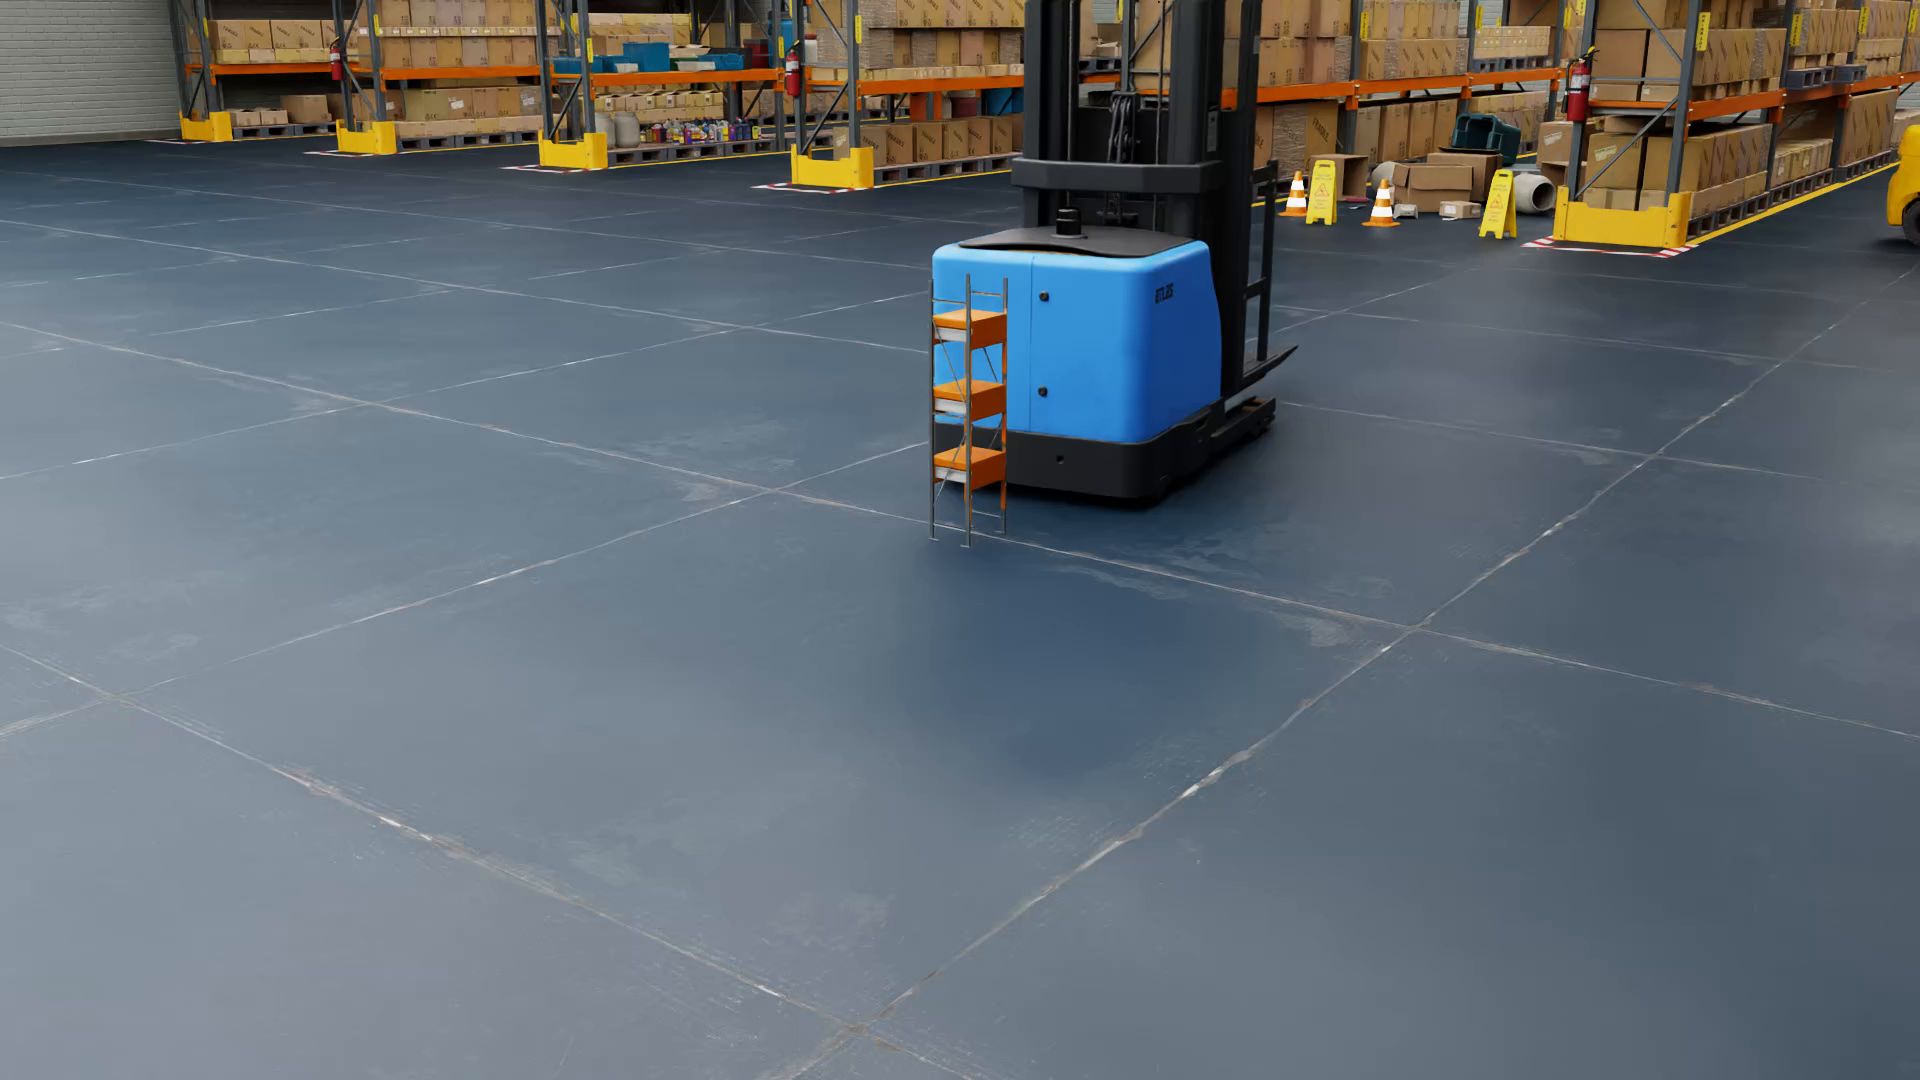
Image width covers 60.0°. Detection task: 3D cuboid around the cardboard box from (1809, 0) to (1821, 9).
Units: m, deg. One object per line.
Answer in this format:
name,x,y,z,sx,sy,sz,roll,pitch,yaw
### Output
cardboard box,9.772,-6.249,19.336,0.380,0.149,0.250,14,22,38

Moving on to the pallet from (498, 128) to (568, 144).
pallet,-7.777,-7.211,29.608,1.003,0.211,1.213,12,21,35

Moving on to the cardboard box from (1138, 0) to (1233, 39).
cardboard box,2.476,-5.789,18.253,0.875,0.550,0.550,12,21,35

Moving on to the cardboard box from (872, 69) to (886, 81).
cardboard box,-1.174,-5.982,21.374,0.380,0.149,0.250,12,21,35

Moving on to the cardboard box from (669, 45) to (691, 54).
cardboard box,-5.575,-9.456,32.286,0.500,0.311,0.500,12,21,34

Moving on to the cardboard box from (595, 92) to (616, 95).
cardboard box,-6.654,-8.270,31.301,0.500,0.311,0.500,12,21,35

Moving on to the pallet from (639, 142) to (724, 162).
pallet,-4.454,-6.072,25.942,1.003,0.211,1.213,12,21,35

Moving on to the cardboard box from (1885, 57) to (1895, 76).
cardboard box,13.040,-6.783,23.783,0.500,0.250,0.500,12,21,34

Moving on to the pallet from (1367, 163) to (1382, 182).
pallet,5.006,-4.938,22.289,1.003,0.211,1.213,12,21,35

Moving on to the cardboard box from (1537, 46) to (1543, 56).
cardboard box,9.142,-7.867,26.735,0.380,0.149,0.250,13,21,35

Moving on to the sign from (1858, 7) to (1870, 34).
sign,11.468,-6.596,21.108,0.100,0.325,0.005,12,21,35

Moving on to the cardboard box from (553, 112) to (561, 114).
cardboard box,-7.255,-7.762,30.609,0.500,0.250,0.500,12,21,34

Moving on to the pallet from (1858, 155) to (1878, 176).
pallet,12.284,-5.307,23.477,1.003,0.211,1.213,12,21,35

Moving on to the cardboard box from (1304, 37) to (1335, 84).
cardboard box,4.087,-5.919,20.495,0.875,0.550,0.550,12,21,35

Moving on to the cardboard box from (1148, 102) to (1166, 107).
cardboard box,3.495,-7.273,27.979,1.225,0.875,0.875,11,21,32

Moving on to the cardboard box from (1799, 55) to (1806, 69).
cardboard box,9.382,-5.436,18.908,0.380,0.149,0.250,13,21,36

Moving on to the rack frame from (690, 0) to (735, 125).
rack frame,-4.886,-9.677,32.849,1.000,3.000,0.127,12,21,35

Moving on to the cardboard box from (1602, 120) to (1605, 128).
cardboard box,11.539,-7.529,30.028,0.380,0.149,0.250,13,22,36

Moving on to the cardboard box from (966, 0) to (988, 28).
cardboard box,0.041,-7.247,22.665,0.500,0.500,0.500,12,21,35

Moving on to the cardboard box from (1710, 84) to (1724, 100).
cardboard box,7.178,-4.358,16.142,0.380,0.149,0.250,13,21,36

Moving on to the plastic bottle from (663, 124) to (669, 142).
plastic bottle,-4.680,-6.408,26.172,0.152,0.276,0.135,12,21,33

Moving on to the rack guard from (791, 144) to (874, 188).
rack guard,-1.654,-4.845,21.502,1.175,0.500,0.348,12,21,35

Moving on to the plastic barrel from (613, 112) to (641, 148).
plastic barrel,-5.048,-6.198,25.131,0.421,0.512,0.421,0,17,0

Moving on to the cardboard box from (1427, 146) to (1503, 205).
cardboard box,5.823,-4.232,19.294,0.797,0.637,0.503,12,21,35

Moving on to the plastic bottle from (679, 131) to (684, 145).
plastic bottle,-4.285,-6.171,25.534,0.097,0.201,0.097,0,17,0

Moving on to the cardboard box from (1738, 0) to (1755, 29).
cardboard box,8.206,-5.823,18.081,0.700,0.500,0.500,12,21,34

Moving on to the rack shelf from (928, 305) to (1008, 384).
rack shelf,0.032,-0.775,6.548,0.215,0.259,0.240,12,21,35

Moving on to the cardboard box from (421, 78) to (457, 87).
cardboard box,-10.565,-9.257,33.705,0.500,0.250,0.500,12,21,34

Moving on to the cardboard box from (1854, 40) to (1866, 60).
cardboard box,11.526,-6.419,21.766,0.500,0.250,0.500,12,21,34

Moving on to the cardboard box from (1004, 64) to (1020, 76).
cardboard box,0.635,-6.692,23.660,0.380,0.149,0.250,12,21,35

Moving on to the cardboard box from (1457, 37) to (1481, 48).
cardboard box,7.440,-7.328,24.496,0.380,0.149,0.250,14,22,37

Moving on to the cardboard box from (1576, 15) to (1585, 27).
cardboard box,10.135,-8.836,27.783,0.500,0.500,0.500,12,21,33

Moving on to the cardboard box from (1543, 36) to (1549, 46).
cardboard box,9.295,-8.071,26.890,0.380,0.149,0.250,13,22,36

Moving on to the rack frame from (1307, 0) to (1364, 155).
rack frame,4.607,-6.073,21.241,1.000,3.000,0.127,12,21,35

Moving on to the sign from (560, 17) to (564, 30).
sign,-8.425,-10.973,35.203,0.100,0.325,0.005,12,21,35

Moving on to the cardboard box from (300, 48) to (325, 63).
cardboard box,-12.179,-9.011,30.922,0.500,0.250,0.500,13,21,35

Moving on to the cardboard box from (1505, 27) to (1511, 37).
cardboard box,8.203,-7.779,25.449,0.380,0.149,0.250,13,22,36

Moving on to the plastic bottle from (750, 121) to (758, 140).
plastic bottle,-3.315,-6.588,26.740,0.061,0.283,0.133,14,22,37

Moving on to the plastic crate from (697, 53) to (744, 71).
plastic crate,-3.735,-7.466,25.978,0.499,0.251,0.616,12,21,35

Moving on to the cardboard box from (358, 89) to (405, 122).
cardboard box,-9.572,-7.198,27.528,0.500,0.500,0.500,12,21,35

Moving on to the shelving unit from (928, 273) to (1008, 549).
shelving unit,0.032,-0.514,6.629,0.215,1.050,0.252,12,21,35

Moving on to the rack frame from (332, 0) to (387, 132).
rack frame,-9.653,-7.772,26.713,1.000,3.000,0.127,12,21,35

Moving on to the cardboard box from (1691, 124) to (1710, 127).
cardboard box,7.765,-4.245,18.020,0.500,0.500,0.500,13,22,37

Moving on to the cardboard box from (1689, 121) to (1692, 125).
cardboard box,7.647,-4.543,17.884,0.380,0.149,0.250,13,22,37

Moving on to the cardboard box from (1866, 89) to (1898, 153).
cardboard box,13.104,-6.152,24.370,0.875,0.875,0.875,13,22,36

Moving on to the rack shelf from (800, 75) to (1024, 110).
rack shelf,-0.508,-6.153,22.714,1.077,0.370,4.000,12,21,35

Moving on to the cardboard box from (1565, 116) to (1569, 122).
cardboard box,10.205,-7.193,28.447,0.380,0.149,0.250,11,20,32

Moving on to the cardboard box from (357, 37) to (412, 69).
cardboard box,-9.365,-7.929,27.049,0.700,0.500,0.500,12,21,35

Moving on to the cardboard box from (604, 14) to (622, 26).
cardboard box,-7.775,-11.420,36.492,0.500,0.250,0.500,13,21,35

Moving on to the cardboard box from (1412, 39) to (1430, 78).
cardboard box,6.040,-6.558,22.635,0.500,0.500,0.500,13,21,36

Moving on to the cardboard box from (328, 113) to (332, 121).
cardboard box,-12.219,-8.070,31.739,0.380,0.149,0.250,10,20,30

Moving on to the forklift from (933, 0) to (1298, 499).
forklift,0.979,-1.967,8.134,1.130,2.935,3.031,8,19,25

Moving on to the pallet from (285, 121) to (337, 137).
pallet,-12.348,-7.809,31.536,1.003,0.211,1.213,12,21,35

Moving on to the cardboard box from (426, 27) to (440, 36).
cardboard box,-8.789,-8.367,27.367,0.380,0.149,0.250,12,21,34

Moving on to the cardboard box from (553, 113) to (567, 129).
cardboard box,-7.370,-7.463,29.646,0.500,0.250,0.500,12,21,35
